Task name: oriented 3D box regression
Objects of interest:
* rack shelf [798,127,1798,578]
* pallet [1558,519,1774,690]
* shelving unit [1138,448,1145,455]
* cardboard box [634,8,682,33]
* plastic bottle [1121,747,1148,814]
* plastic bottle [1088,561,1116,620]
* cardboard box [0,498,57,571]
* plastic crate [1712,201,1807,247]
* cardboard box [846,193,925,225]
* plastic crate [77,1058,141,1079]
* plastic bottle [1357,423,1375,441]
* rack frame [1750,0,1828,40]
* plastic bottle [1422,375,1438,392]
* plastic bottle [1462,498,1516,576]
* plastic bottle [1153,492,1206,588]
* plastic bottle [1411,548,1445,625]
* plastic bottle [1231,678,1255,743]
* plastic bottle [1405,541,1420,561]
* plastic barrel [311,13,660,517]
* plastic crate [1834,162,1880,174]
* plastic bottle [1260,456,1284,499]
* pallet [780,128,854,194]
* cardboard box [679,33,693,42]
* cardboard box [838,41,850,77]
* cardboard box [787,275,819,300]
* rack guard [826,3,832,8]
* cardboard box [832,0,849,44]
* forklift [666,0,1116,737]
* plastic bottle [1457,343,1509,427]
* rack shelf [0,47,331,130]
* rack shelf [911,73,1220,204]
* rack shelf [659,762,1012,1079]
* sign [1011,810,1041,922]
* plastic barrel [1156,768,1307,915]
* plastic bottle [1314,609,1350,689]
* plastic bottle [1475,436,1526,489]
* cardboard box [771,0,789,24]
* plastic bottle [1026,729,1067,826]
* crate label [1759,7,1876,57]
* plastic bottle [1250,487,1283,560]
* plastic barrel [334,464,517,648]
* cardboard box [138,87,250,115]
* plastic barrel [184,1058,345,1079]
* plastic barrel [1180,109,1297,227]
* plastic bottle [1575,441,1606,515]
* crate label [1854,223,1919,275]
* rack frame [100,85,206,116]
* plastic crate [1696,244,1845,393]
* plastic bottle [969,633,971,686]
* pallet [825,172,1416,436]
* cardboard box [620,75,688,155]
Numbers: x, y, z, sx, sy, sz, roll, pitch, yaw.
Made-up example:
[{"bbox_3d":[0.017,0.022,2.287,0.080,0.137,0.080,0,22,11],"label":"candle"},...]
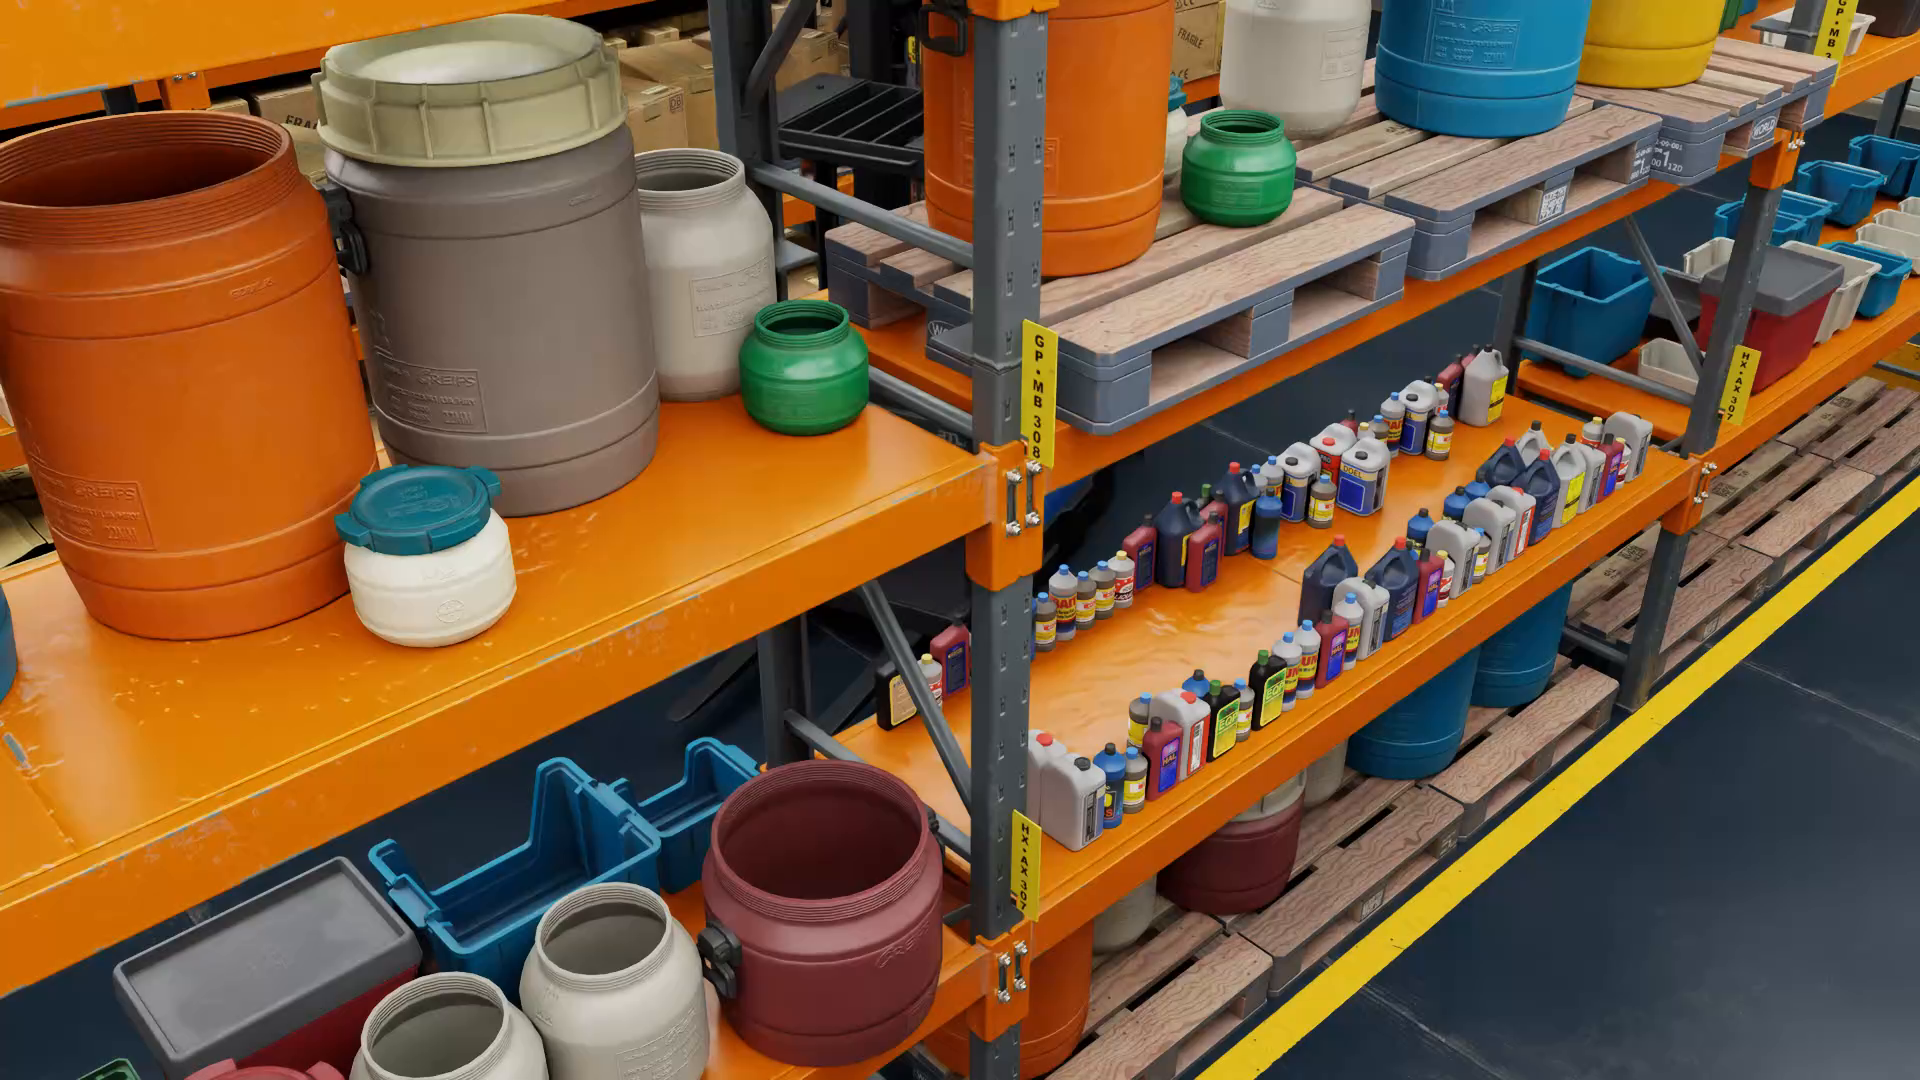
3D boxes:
[{"bbox_3d":[1.258,-0.970,5.276,4.000,0.370,1.077,-26,40,-35],"label":"rack shelf"},{"bbox_3d":[3.237,0.207,8.209,1.213,0.211,1.003,-26,40,-35],"label":"pallet"},{"bbox_3d":[0.736,-1.384,8.997,0.503,2.100,0.431,-25,39,-34],"label":"shelving unit"},{"bbox_3d":[-2.682,-4.599,14.768,0.250,0.149,0.380,-27,40,-36],"label":"cardboard box"},{"bbox_3d":[0.504,0.702,4.918,0.097,0.201,0.097,0,31,0],"label":"plastic bottle"},{"bbox_3d":[0.492,0.167,5.792,0.097,0.201,0.097,0,31,0],"label":"plastic bottle"},{"bbox_3d":[-4.167,0.037,7.510,0.500,0.311,0.500,-27,40,-36],"label":"cardboard box"},{"bbox_3d":[4.067,-1.545,8.504,0.300,0.233,0.416,-26,40,-35],"label":"plastic crate"},{"bbox_3d":[-0.416,-2.035,11.177,0.500,0.500,0.500,-26,40,-35],"label":"cardboard box"},{"bbox_3d":[-2.057,1.495,3.632,0.662,0.188,0.450,-26,40,-35],"label":"plastic crate"},{"bbox_3d":[1.611,-0.374,6.677,0.097,0.201,0.097,0,31,0],"label":"plastic bottle"},{"bbox_3d":[2.725,-3.266,5.466,0.127,3.000,1.000,-26,40,-35],"label":"rack frame"},{"bbox_3d":[1.924,-0.555,6.906,0.097,0.271,0.097,0,31,0],"label":"plastic bottle"},{"bbox_3d":[1.919,-0.034,6.050,0.135,0.276,0.152,-26,40,-35],"label":"plastic bottle"},{"bbox_3d":[0.781,-0.020,5.954,0.185,0.351,0.144,-26,40,-35],"label":"plastic bottle"},{"bbox_3d":[1.610,0.144,5.751,0.133,0.283,0.061,-26,40,-35],"label":"plastic bottle"},{"bbox_3d":[0.869,0.525,5.207,0.097,0.201,0.097,0,31,0],"label":"plastic bottle"},{"bbox_3d":[1.543,0.125,5.793,0.097,0.271,0.097,0,31,0],"label":"plastic bottle"},{"bbox_3d":[-0.958,-0.574,3.457,0.600,0.901,0.600,0,31,0],"label":"plastic barrel"},{"bbox_3d":[4.961,-1.995,9.333,0.298,0.136,0.250,-26,40,-35],"label":"plastic crate"},{"bbox_3d":[1.173,-0.192,6.313,0.097,0.271,0.097,0,31,0],"label":"plastic bottle"},{"bbox_3d":[-1.301,-2.280,9.787,1.213,0.211,1.003,-26,40,-35],"label":"pallet"},{"bbox_3d":[-2.645,-4.194,14.727,0.500,0.500,0.700,-25,39,-34],"label":"cardboard box"},{"bbox_3d":[-0.449,-2.921,10.556,0.500,0.500,0.500,-25,39,-35],"label":"cardboard box"},{"bbox_3d":[-1.176,-1.268,9.922,0.500,0.500,0.500,-26,40,-35],"label":"cardboard box"},{"bbox_3d":[-1.061,-4.858,16.215,0.348,0.500,1.175,-26,40,-35],"label":"rack guard"},{"bbox_3d":[-0.446,-3.351,10.300,0.500,0.500,0.500,-26,40,-35],"label":"cardboard box"},{"bbox_3d":[-0.272,-0.927,7.457,1.130,2.935,3.031,15,34,23],"label":"forklift"},{"bbox_3d":[2.216,-0.671,7.019,0.185,0.351,0.144,-26,40,-35],"label":"plastic bottle"},{"bbox_3d":[-5.478,-3.481,12.256,4.000,0.370,1.077,-26,40,-35],"label":"rack shelf"},{"bbox_3d":[0.826,-3.006,11.480,4.000,0.370,1.077,-26,40,-35],"label":"rack shelf"},{"bbox_3d":[-1.675,1.728,3.738,4.000,0.370,1.077,-26,40,-35],"label":"rack shelf"},{"bbox_3d":[0.171,0.850,4.328,0.005,0.325,0.100,-26,40,-35],"label":"sign"},{"bbox_3d":[0.967,0.981,6.180,0.708,0.588,0.600,-26,40,-35],"label":"plastic barrel"},{"bbox_3d":[1.207,0.339,5.432,0.133,0.283,0.061,-26,40,-35],"label":"plastic bottle"},{"bbox_3d":[2.039,-0.224,6.289,0.185,0.351,0.144,-26,40,-35],"label":"plastic bottle"},{"bbox_3d":[-1.681,-4.812,15.116,0.250,0.149,0.380,-25,39,-34],"label":"cardboard box"},{"bbox_3d":[0.225,0.677,4.887,0.135,0.276,0.152,-26,40,-35],"label":"plastic bottle"},{"bbox_3d":[3.280,-1.937,6.420,0.466,0.136,0.293,-26,40,-35],"label":"crate label"},{"bbox_3d":[1.129,-0.068,6.109,0.097,0.271,0.097,0,31,0],"label":"plastic bottle"},{"bbox_3d":[-0.982,0.031,3.080,0.301,0.262,0.301,0,31,0],"label":"plastic barrel"},{"bbox_3d":[-5.670,-2.859,12.208,0.750,0.750,0.750,-26,40,-36],"label":"cardboard box"},{"bbox_3d":[-1.436,1.403,3.449,0.433,0.535,0.433,0,31,0],"label":"plastic barrel"},{"bbox_3d":[0.725,-0.969,4.330,0.294,0.245,0.294,0,31,0],"label":"plastic barrel"},{"bbox_3d":[2.387,-0.261,6.421,0.135,0.276,0.152,-26,40,-35],"label":"plastic bottle"},{"bbox_3d":[4.773,-1.475,8.482,0.243,0.136,0.396,-26,40,-35],"label":"crate label"},{"bbox_3d":[-3.574,-1.184,7.812,0.127,3.000,1.000,-26,40,-35],"label":"rack frame"},{"bbox_3d":[3.550,-0.981,7.360,0.583,0.464,0.402,-26,40,-35],"label":"plastic crate"},{"bbox_3d":[0.064,0.374,5.453,0.097,0.201,0.097,0,31,0],"label":"plastic bottle"},{"bbox_3d":[0.419,-0.721,4.360,1.213,0.211,1.003,-26,40,-35],"label":"pallet"},{"bbox_3d":[-1.894,-2.175,8.933,0.700,0.500,0.500,18,36,27],"label":"cardboard box"}]
